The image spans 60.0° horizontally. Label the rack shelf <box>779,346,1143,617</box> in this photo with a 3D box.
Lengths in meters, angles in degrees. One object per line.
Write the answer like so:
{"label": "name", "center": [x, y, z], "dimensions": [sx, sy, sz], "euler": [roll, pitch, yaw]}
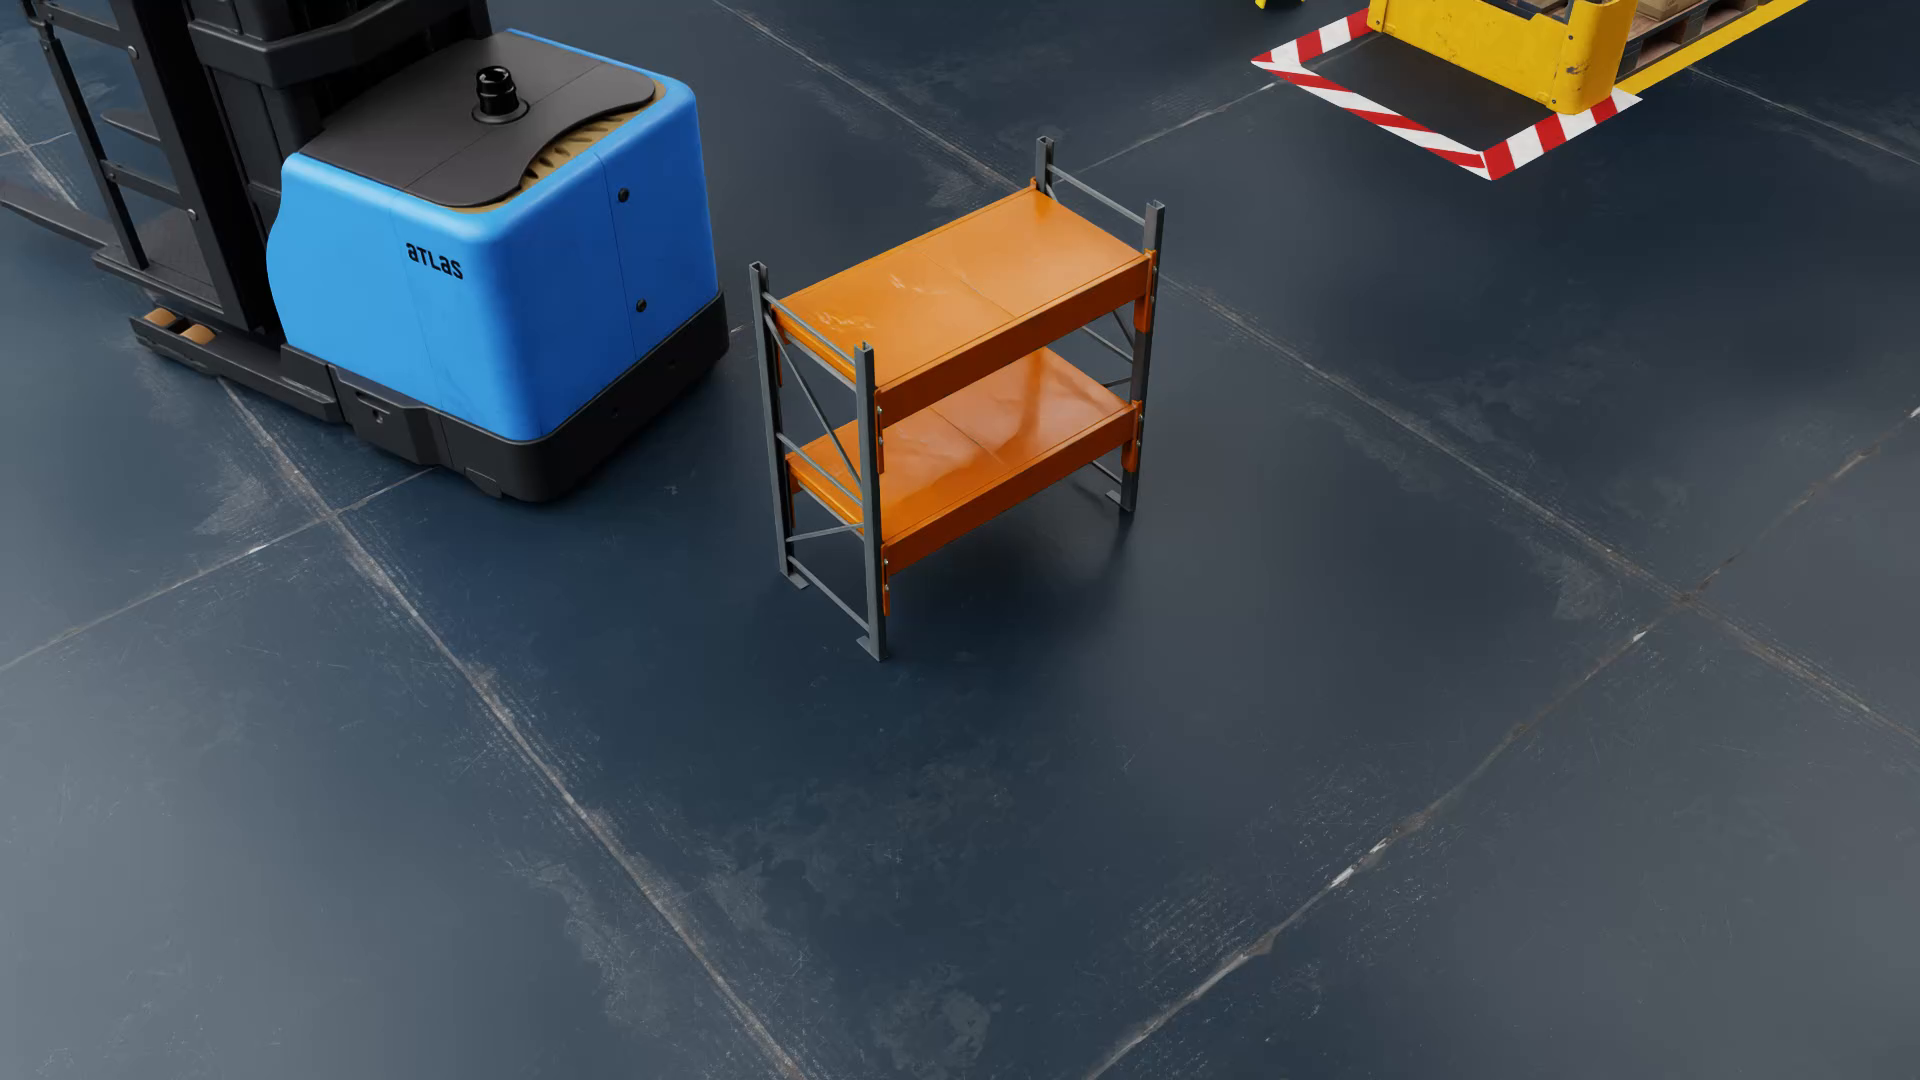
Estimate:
{"label": "rack shelf", "center": [0.005, -0.235, 5.035], "dimensions": [1.000, 0.278, 0.538], "euler": [-30, 51, -28]}

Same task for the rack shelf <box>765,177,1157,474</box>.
{"label": "rack shelf", "center": [0.005, -0.626, 4.668], "dimensions": [1.000, 0.278, 0.538], "euler": [-30, 51, -28]}

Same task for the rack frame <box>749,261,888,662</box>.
{"label": "rack frame", "center": [-0.385, -0.190, 4.630], "dimensions": [0.032, 1.125, 0.500], "euler": [-30, 51, -28]}

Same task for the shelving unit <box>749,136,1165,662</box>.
{"label": "shelving unit", "center": [0.005, -0.413, 4.868], "dimensions": [1.048, 1.125, 0.538], "euler": [-30, 51, -28]}

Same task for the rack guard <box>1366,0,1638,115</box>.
{"label": "rack guard", "center": [2.397, -2.389, 7.429], "dimensions": [0.348, 0.500, 1.175], "euler": [-30, 51, -28]}

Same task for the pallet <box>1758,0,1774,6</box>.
{"label": "pallet", "center": [3.978, -3.155, 8.455], "dimensions": [1.213, 0.211, 1.003], "euler": [-30, 51, -28]}

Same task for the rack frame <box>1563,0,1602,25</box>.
{"label": "rack frame", "center": [2.339, -3.267, 6.537], "dimensions": [0.127, 3.000, 1.000], "euler": [-30, 51, -28]}

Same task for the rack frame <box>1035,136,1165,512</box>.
{"label": "rack frame", "center": [0.395, -0.636, 5.106], "dimensions": [0.032, 1.125, 0.500], "euler": [-30, 51, -28]}

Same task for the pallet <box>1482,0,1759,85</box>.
{"label": "pallet", "center": [3.043, -2.622, 7.888], "dimensions": [1.213, 0.211, 1.003], "euler": [-30, 51, -28]}

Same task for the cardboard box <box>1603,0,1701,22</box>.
{"label": "cardboard box", "center": [3.135, -2.627, 7.558], "dimensions": [0.500, 0.250, 0.500], "euler": [-30, 51, -28]}

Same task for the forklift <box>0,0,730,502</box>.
{"label": "forklift", "center": [-2.344, -1.947, 5.182], "dimensions": [3.031, 2.935, 1.130], "euler": [22, 48, 22]}

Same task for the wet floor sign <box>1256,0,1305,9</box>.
{"label": "wet floor sign", "center": [1.507, -2.887, 7.853], "dimensions": [0.232, 0.644, 0.267], "euler": [-14, 45, -14]}
